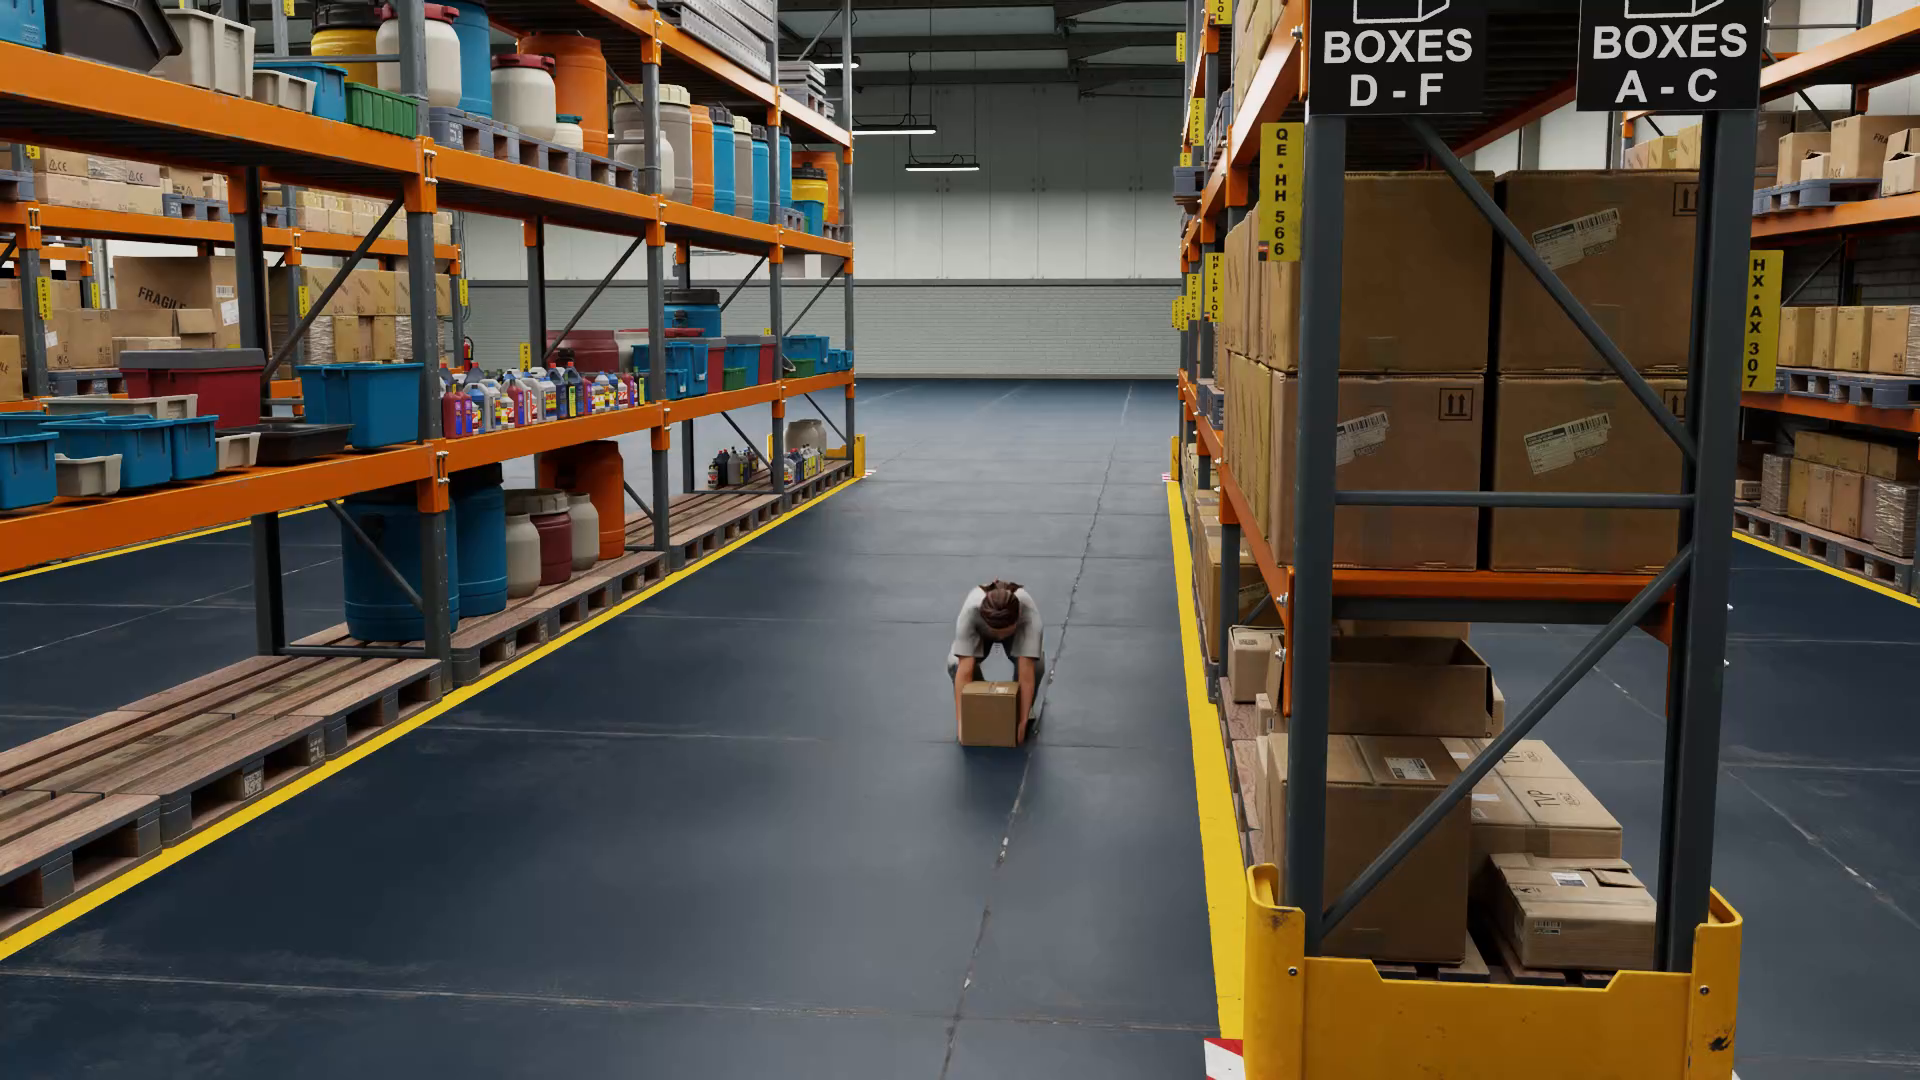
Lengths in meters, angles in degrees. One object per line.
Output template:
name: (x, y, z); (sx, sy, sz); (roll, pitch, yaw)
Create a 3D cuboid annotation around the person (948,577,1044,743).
person: (0.178, 0.525, 7.943); (0.458, 0.769, 0.857); (1, 8, 5)
